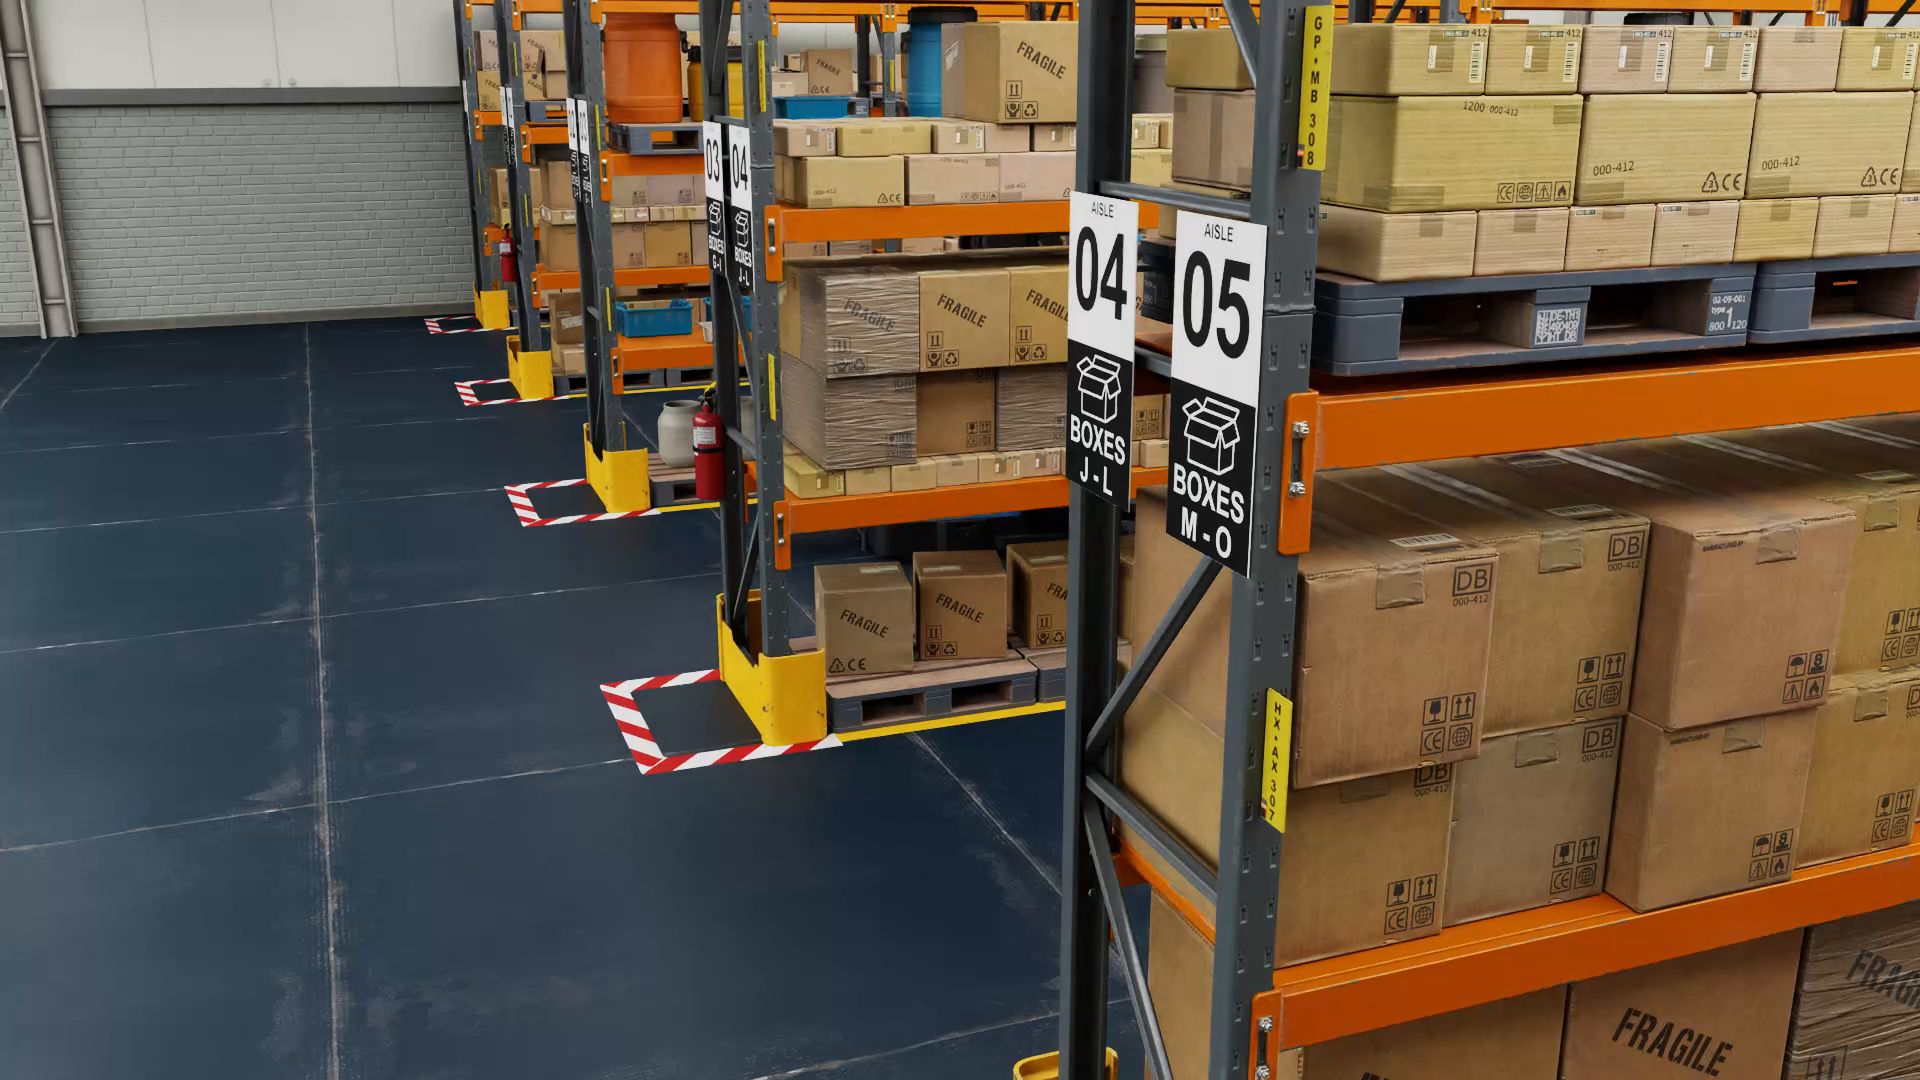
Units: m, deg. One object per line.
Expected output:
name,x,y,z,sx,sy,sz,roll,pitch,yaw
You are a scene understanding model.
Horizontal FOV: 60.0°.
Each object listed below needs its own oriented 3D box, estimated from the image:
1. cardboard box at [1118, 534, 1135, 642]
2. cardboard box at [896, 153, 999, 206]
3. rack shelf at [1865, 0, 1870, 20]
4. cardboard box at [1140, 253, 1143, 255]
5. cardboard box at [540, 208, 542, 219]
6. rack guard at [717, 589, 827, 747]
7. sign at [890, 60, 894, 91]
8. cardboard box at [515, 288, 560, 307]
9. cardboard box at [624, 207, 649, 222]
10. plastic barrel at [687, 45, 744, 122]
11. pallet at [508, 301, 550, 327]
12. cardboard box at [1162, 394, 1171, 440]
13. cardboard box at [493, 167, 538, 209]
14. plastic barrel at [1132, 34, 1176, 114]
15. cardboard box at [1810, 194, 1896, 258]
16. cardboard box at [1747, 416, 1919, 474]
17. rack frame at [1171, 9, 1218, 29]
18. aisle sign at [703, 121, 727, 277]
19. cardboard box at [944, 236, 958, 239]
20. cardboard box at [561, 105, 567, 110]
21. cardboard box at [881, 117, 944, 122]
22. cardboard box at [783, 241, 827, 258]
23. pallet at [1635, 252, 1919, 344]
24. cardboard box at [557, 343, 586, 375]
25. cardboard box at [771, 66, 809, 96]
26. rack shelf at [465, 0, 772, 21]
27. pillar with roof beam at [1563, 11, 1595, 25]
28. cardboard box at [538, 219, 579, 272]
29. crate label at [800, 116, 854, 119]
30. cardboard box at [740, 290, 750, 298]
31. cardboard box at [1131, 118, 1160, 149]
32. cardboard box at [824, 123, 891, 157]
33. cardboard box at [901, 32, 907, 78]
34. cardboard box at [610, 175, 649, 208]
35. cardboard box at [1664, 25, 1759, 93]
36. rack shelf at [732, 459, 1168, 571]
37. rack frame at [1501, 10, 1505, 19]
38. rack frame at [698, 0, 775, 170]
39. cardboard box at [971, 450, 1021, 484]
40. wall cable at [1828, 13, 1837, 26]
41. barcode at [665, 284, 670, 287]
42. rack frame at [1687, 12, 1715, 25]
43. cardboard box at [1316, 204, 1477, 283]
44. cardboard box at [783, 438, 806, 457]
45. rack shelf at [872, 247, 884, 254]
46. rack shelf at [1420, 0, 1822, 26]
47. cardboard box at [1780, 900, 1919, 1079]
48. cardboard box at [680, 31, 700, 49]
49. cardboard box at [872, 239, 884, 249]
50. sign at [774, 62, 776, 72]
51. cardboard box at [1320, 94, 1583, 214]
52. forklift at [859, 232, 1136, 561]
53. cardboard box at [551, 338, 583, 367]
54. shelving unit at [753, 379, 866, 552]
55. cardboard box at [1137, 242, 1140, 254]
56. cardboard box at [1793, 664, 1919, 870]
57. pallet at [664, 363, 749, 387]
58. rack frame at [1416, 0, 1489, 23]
cardboard box,1.123,0.271,10.044,0.500,0.500,0.500,-8,18,-25
cardboard box,-0.118,-1.898,8.681,0.500,0.250,0.500,-7,18,-21
rack shelf,8.198,-3.846,11.712,4.000,0.370,1.077,-6,17,-20
cardboard box,1.340,-1.352,9.398,0.500,0.500,0.500,-6,17,-20
cardboard box,-5.408,-4.366,22.373,0.500,0.250,0.500,-7,18,-22
rack guard,-1.069,0.695,9.345,0.348,0.500,1.175,-6,17,-20
sign,-0.746,-5.086,18.213,0.005,0.325,0.100,-6,17,-20
cardboard box,-5.779,-3.374,22.754,0.500,0.311,0.500,-8,18,-26
cardboard box,-3.523,-3.523,17.942,0.250,0.149,0.380,-6,18,-21
plastic barrel,-1.893,-3.679,13.401,0.600,0.588,0.600,0,16,0
pallet,-5.615,-3.149,22.947,1.213,0.211,1.003,-6,17,-20
cardboard box,1.242,-0.944,9.783,0.500,0.500,0.875,-6,17,-20
cardboard box,-5.904,-4.673,22.088,0.500,0.500,0.500,-6,17,-20
plastic barrel,1.831,-4.057,14.878,0.600,0.901,0.600,0,16,0
cardboard box,2.153,-0.827,4.291,0.250,0.149,0.380,-6,18,-20
cardboard box,2.893,-0.043,5.237,0.550,0.550,0.875,-6,17,-20
rack frame,2.789,-6.789,19.745,0.127,3.000,1.000,-6,17,-20
aisle sign,-1.305,-1.817,8.848,0.004,0.787,0.394,-6,17,-20
cardboard box,-0.191,-3.579,19.702,0.258,0.266,0.396,-7,18,-21
cardboard box,-5.058,-5.969,22.066,0.500,0.500,0.500,-5,17,-18
cardboard box,-0.266,-2.249,9.168,0.250,0.149,0.380,-6,17,-20
cardboard box,-1.849,-3.454,18.858,0.500,0.500,0.700,-6,18,-21
pallet,2.370,-0.780,4.764,1.213,0.211,1.003,-6,17,-20
cardboard box,-4.101,-1.981,18.156,0.500,0.250,0.500,-6,17,-20
cardboard box,-2.015,-5.136,18.606,0.500,0.311,0.500,-7,18,-23
rack shelf,-4.590,-7.140,22.224,4.000,0.370,1.077,-6,17,-20
pillar with roof beam,12.235,-8.265,24.773,0.400,9.000,9.100,-6,17,-20
cardboard box,-4.241,-3.195,17.978,0.500,0.500,0.700,-6,17,-20
crate label,-1.046,-3.270,13.349,0.408,0.251,0.502,-6,17,-20
cardboard box,-2.238,-2.546,18.748,0.500,0.500,0.500,-6,17,-20
cardboard box,0.883,-2.212,9.041,0.250,0.149,0.380,-7,18,-22
cardboard box,-0.524,-2.023,8.399,0.250,0.149,0.380,-6,17,-19
cardboard box,-0.356,-5.487,18.827,0.500,0.500,0.500,-6,17,-19
cardboard box,-3.702,-3.878,17.999,0.500,0.500,0.700,-7,18,-22
cardboard box,1.675,-1.159,4.004,0.250,0.149,0.380,-6,17,-19
rack shelf,0.727,-0.353,9.755,4.000,0.370,1.077,-6,17,-20
rack frame,8.483,-8.898,26.928,0.127,3.000,1.000,-6,17,-20
rack frame,-1.140,-3.375,8.121,0.127,3.000,1.000,-6,17,-20
cardboard box,0.152,-0.438,9.211,0.250,0.149,0.380,-6,17,-20
wall cable,13.892,-7.885,28.988,0.112,2.526,3.097,-6,17,-20
barcode,-4.152,-3.600,23.616,0.075,0.075,0.001,-6,17,-20
rack frame,10.259,-7.595,22.491,0.127,3.000,1.000,-6,17,-20
cardboard box,0.975,-0.700,3.858,0.250,0.149,0.380,-6,17,-20
cardboard box,-0.948,-0.459,9.285,0.250,0.149,0.380,-6,17,-20
rack shelf,0.921,-3.363,20.005,4.000,0.370,1.077,-6,17,-20
rack shelf,6.425,-5.150,16.150,4.000,0.370,1.077,-6,17,-20
cardboard box,2.823,1.370,5.635,0.875,0.875,0.875,-6,17,-20
cardboard box,-3.604,-6.606,22.460,0.500,0.500,0.500,-5,17,-17
cardboard box,-1.146,-4.359,24.442,0.500,0.250,0.500,-7,18,-22
sign,-2.521,-6.355,22.675,0.005,0.325,0.100,-6,17,-20
cardboard box,1.083,-0.922,3.907,0.500,0.250,0.500,-6,17,-20
forklift,0.767,-1.456,12.355,3.031,2.935,1.130,-4,17,-12
cardboard box,-4.286,-2.118,18.621,0.500,0.250,0.500,-6,17,-20
shelving unit,-1.109,-0.663,12.194,0.755,1.500,0.431,-4,17,-12
cardboard box,1.150,-1.491,9.872,0.500,0.500,0.500,-6,17,-20
cardboard box,2.424,0.548,5.142,0.500,0.550,0.875,-6,17,-20
pallet,-2.845,-1.976,18.952,1.213,0.211,1.003,-6,17,-20
rack frame,4.558,-5.485,15.305,0.127,3.000,1.000,-6,17,-20
